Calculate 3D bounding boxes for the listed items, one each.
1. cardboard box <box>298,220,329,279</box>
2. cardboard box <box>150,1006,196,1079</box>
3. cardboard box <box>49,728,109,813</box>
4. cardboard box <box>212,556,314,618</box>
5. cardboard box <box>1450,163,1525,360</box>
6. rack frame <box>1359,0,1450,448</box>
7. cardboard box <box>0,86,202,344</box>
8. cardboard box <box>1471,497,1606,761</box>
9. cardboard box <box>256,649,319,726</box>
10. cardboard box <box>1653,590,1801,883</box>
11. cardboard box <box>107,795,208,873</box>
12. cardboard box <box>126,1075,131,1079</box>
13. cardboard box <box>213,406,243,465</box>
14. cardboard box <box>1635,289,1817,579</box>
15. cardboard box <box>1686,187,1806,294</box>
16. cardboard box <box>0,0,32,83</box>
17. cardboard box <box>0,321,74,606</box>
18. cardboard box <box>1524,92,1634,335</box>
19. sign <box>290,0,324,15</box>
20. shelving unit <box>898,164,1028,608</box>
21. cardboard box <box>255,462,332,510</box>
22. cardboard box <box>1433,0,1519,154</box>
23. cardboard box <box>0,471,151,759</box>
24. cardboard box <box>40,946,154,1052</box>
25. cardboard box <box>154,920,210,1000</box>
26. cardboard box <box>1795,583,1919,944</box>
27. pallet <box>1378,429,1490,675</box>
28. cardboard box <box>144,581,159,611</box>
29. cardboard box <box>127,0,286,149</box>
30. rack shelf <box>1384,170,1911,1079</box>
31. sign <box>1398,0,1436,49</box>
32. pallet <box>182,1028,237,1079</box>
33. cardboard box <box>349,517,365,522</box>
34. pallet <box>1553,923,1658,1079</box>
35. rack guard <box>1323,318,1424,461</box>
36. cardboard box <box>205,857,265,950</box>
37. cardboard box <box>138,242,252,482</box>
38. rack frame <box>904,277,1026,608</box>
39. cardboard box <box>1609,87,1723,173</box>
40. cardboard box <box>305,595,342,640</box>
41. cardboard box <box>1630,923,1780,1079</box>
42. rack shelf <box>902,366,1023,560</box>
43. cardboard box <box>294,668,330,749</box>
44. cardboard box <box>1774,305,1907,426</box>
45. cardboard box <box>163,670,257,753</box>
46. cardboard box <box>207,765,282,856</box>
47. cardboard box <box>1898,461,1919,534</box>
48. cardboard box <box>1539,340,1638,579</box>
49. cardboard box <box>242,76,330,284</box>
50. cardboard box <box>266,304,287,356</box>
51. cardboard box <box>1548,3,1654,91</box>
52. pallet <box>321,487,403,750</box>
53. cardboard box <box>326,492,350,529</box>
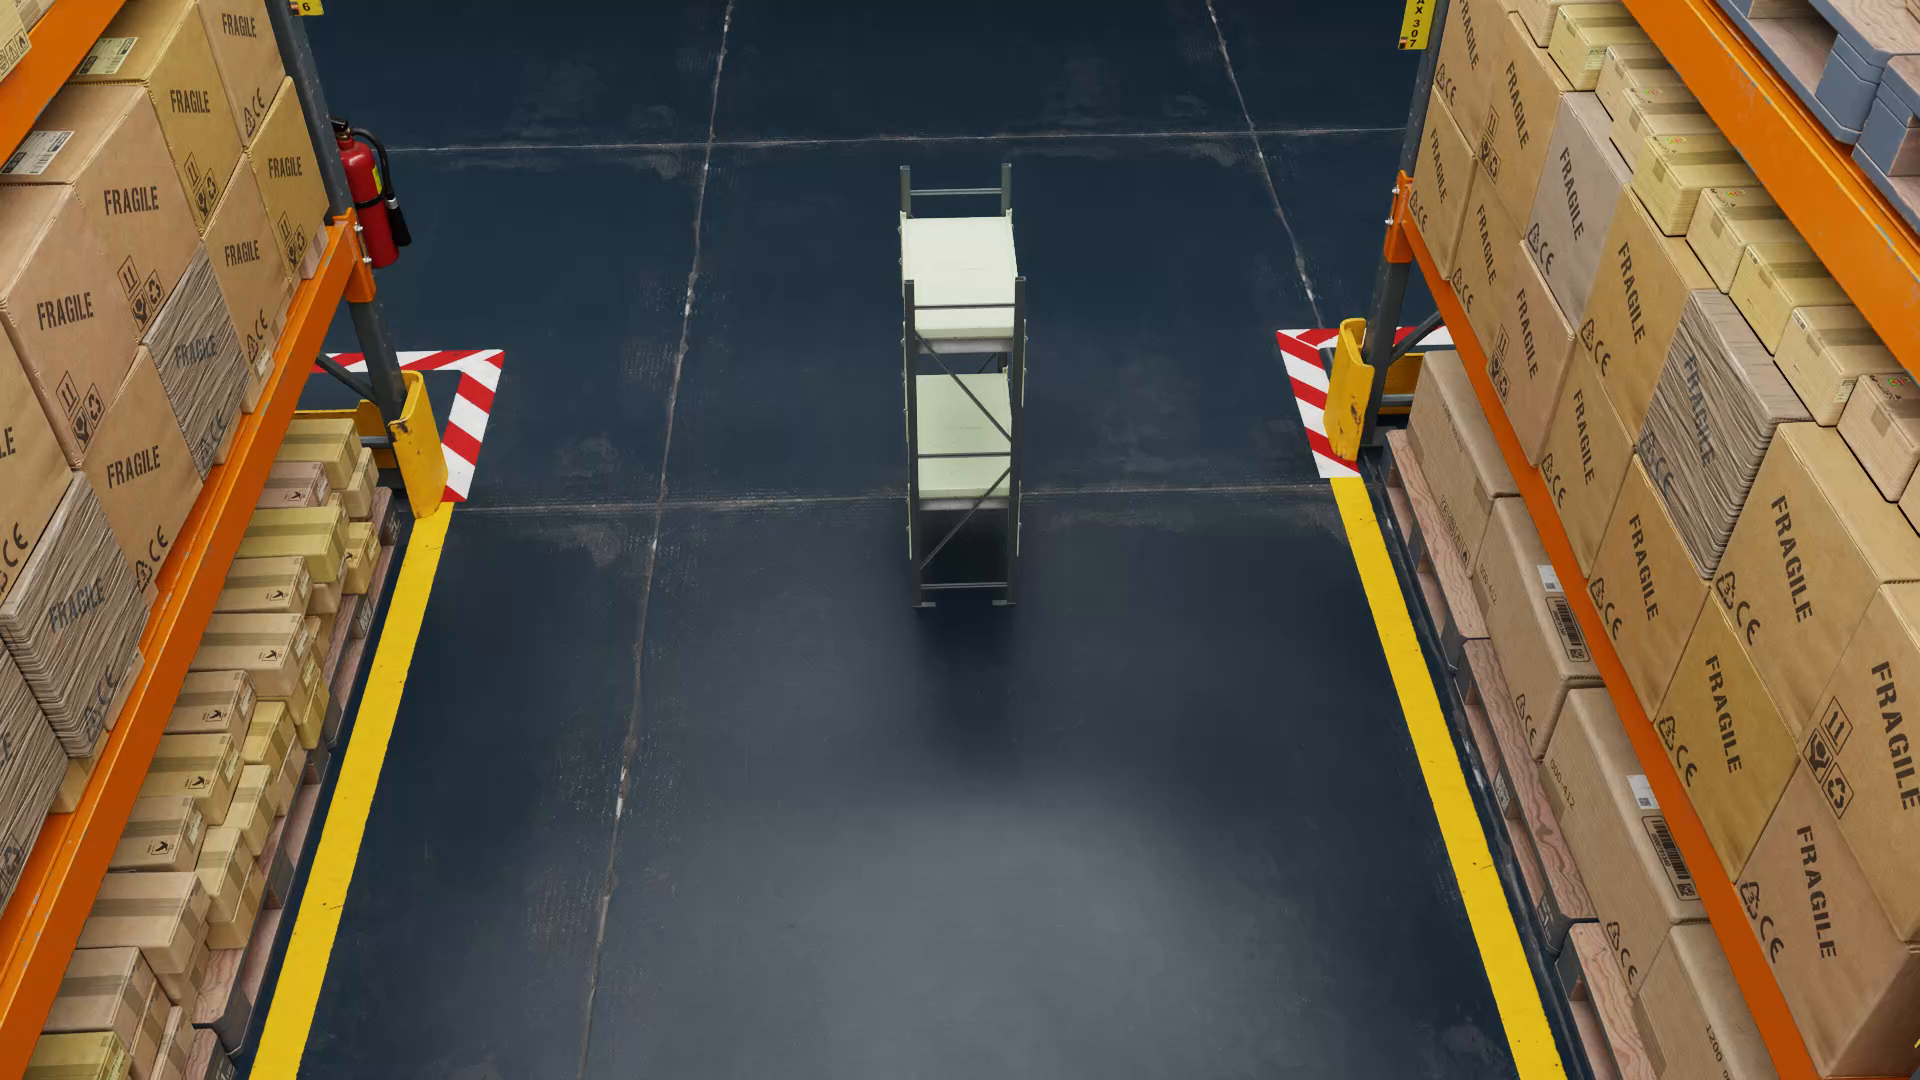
[{"bbox_3d":[-2.457,-1.043,5.853,0.380,0.149,0.250,-2,43,-2],"label":"cardboard box"},{"bbox_3d":[-2.413,1.478,4.716,0.380,0.149,0.250,-2,43,-3],"label":"cardboard box"},{"bbox_3d":[-2.369,0.539,4.128,0.380,0.149,0.250,-1,43,-1],"label":"cardboard box"},{"bbox_3d":[-2.439,0.199,5.672,0.380,0.149,0.250,-3,43,-4],"label":"cardboard box"},{"bbox_3d":[1.970,-0.921,5.461,0.500,0.500,0.500,-2,43,-2],"label":"cardboard box"},{"bbox_3d":[2.188,-1.558,6.229,1.000,3.000,0.127,-2,43,-2],"label":"rack frame"},{"bbox_3d":[-2.433,-0.868,4.443,0.500,0.500,0.500,0,43,0],"label":"cardboard box"},{"bbox_3d":[2.363,0.292,5.796,0.875,0.438,0.875,-1,43,-1],"label":"cardboard box"},{"bbox_3d":[-2.387,0.487,5.577,0.380,0.149,0.250,-1,43,-1],"label":"cardboard box"},{"bbox_3d":[2.055,0.453,3.962,0.500,0.500,0.500,-3,43,-3],"label":"cardboard box"},{"bbox_3d":[-2.461,0.903,4.903,0.380,0.149,0.250,-3,43,-4],"label":"cardboard box"},{"bbox_3d":[-2.426,1.554,4.414,0.380,0.149,0.250,-2,43,-2],"label":"cardboard box"},{"bbox_3d":[-2.443,-0.354,5.103,0.380,0.149,0.250,-3,43,-4],"label":"cardboard box"},{"bbox_3d":[2.017,-0.259,3.999,0.500,0.500,0.500,-1,43,-1],"label":"cardboard box"},{"bbox_3d":[2.010,-0.731,4.033,0.380,0.149,0.250,-2,43,-2],"label":"cardboard box"},{"bbox_3d":[-2.391,-1.060,3.578,0.500,0.250,0.500,0,43,0],"label":"cardboard box"},{"bbox_3d":[-2.387,-0.164,3.675,0.500,0.500,0.500,-1,43,-1],"label":"cardboard box"},{"bbox_3d":[1.982,-0.935,4.736,0.500,0.500,0.500,-2,43,-2],"label":"cardboard box"},{"bbox_3d":[-2.198,-1.893,5.504,0.100,0.325,0.005,-2,43,-2],"label":"sign"},{"bbox_3d":[0.000,-0.548,6.238,0.431,1.500,0.755,-2,43,-2],"label":"shelving unit"},{"bbox_3d":[-2.525,-0.149,6.051,0.380,0.149,0.250,-1,43,-1],"label":"cardboard box"},{"bbox_3d":[1.923,-1.631,5.495,0.500,0.500,0.500,-3,43,-3],"label":"cardboard box"},{"bbox_3d":[-2.367,0.190,4.029,0.500,0.500,0.500,-2,43,-3],"label":"cardboard box"},{"bbox_3d":[-2.438,1.259,4.515,0.380,0.149,0.250,-3,43,-3],"label":"cardboard box"},{"bbox_3d":[-2.423,1.185,4.816,0.380,0.149,0.250,0,43,0],"label":"cardboard box"},{"bbox_3d":[2.062,0.427,3.250,0.500,0.500,0.500,-2,43,-2],"label":"cardboard box"},{"bbox_3d":[2.300,0.008,6.585,1.003,0.211,1.213,-2,43,-2],"label":"pallet"},{"bbox_3d":[-2.431,0.178,4.522,0.380,0.149,0.250,0,43,0],"label":"cardboard box"},{"bbox_3d":[-2.486,-1.561,5.198,0.500,0.500,0.500,-2,43,-3],"label":"cardboard box"},{"bbox_3d":[2.273,0.058,4.999,1.077,0.370,4.000,-2,43,-2],"label":"rack shelf"},{"bbox_3d":[1.633,-1.894,5.897,0.100,0.325,0.005,-2,43,-2],"label":"sign"},{"bbox_3d":[-2.648,1.929,4.490,1.003,0.211,1.213,-2,43,-2],"label":"pallet"},{"bbox_3d":[-2.523,-0.102,6.440,0.380,0.149,0.250,-1,43,-1],"label":"cardboard box"},{"bbox_3d":[2.403,1.655,4.788,1.003,0.211,1.213,-2,43,-2],"label":"pallet"},{"bbox_3d":[2.187,-0.652,7.092,1.175,0.500,0.348,-2,43,-2],"label":"rack guard"},{"bbox_3d":[-2.374,1.119,5.108,0.380,0.149,0.250,-3,43,-3],"label":"cardboard box"},{"bbox_3d":[-2.430,-0.508,4.790,0.500,0.500,0.500,-2,43,-2],"label":"cardboard box"},{"bbox_3d":[0.016,-0.301,5.969,0.400,1.500,0.023,-2,43,-2],"label":"rack frame"},{"bbox_3d":[1.966,-1.078,4.412,0.380,0.149,0.250,-1,43,-1],"label":"cardboard box"},{"bbox_3d":[-2.486,0.250,6.057,0.380,0.149,0.250,-2,43,-2],"label":"cardboard box"},{"bbox_3d":[2.438,1.506,4.473,0.875,0.438,0.875,-2,43,-2],"label":"cardboard box"},{"bbox_3d":[0.000,-0.308,6.459,0.431,0.370,0.720,-2,43,-2],"label":"rack shelf"},{"bbox_3d":[-2.389,0.586,5.689,0.380,0.149,0.250,-3,43,-4],"label":"cardboard box"},{"bbox_3d":[2.048,-0.389,3.660,0.380,0.149,0.250,-2,43,-2],"label":"cardboard box"},{"bbox_3d":[-2.472,0.560,5.278,0.380,0.149,0.250,-3,43,-3],"label":"cardboard box"},{"bbox_3d":[-2.356,0.846,5.186,0.380,0.149,0.250,-1,43,-1],"label":"cardboard box"},{"bbox_3d":[2.123,-0.050,3.291,0.380,0.149,0.250,-2,43,-2],"label":"cardboard box"},{"bbox_3d":[2.012,-0.240,4.718,0.500,0.500,0.500,0,43,0],"label":"cardboard box"},{"bbox_3d":[-2.477,-1.198,5.543,0.500,0.500,0.500,-1,43,-1],"label":"cardboard box"},{"bbox_3d":[-2.459,-0.705,5.485,0.380,0.149,0.250,-2,43,-2],"label":"cardboard box"},{"bbox_3d":[1.934,-1.424,4.789,0.380,0.149,0.250,-3,43,-3],"label":"cardboard box"},{"bbox_3d":[-2.751,0.281,6.287,1.003,0.211,1.213,-2,43,-2],"label":"pallet"},{"bbox_3d":[-2.489,-0.035,6.147,0.380,0.149,0.250,-3,43,-3],"label":"cardboard box"}]
